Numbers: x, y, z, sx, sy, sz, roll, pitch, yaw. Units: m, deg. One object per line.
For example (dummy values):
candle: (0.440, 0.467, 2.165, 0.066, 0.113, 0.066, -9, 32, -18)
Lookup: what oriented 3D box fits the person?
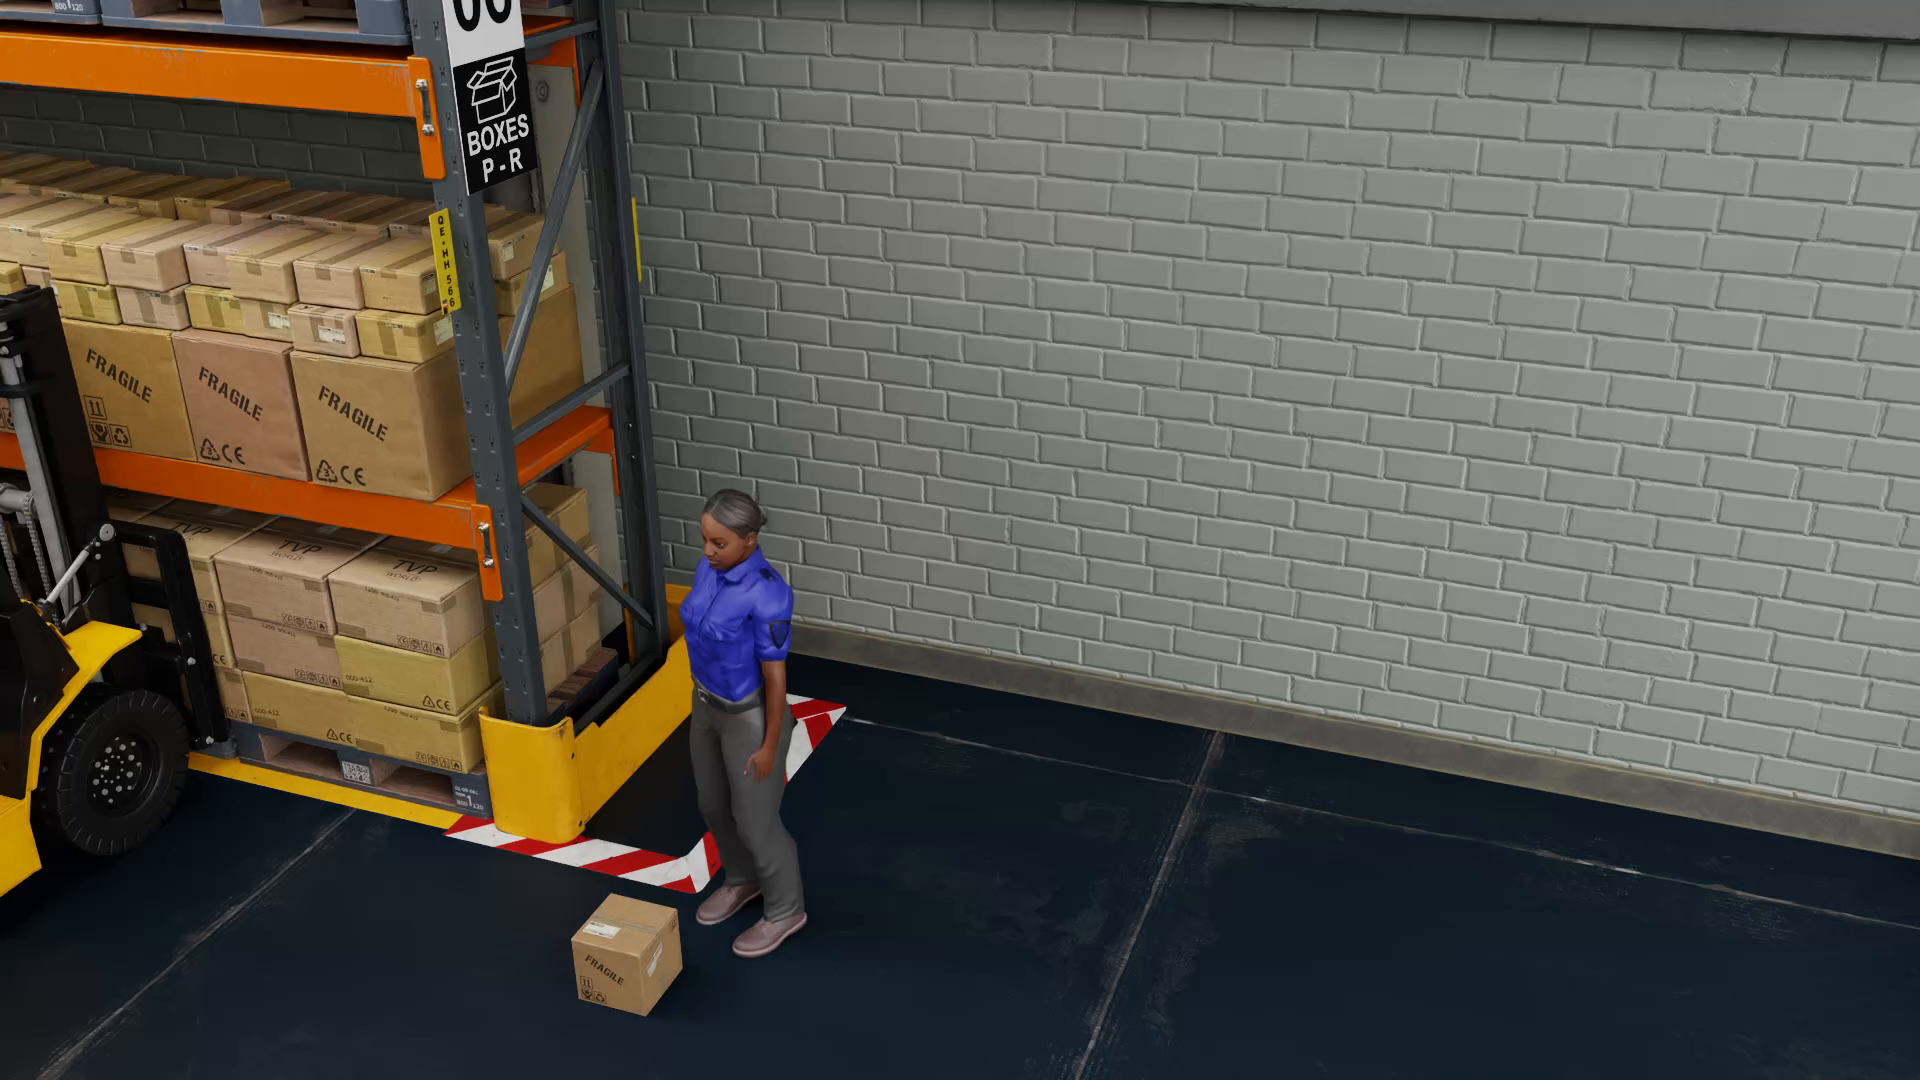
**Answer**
person: (-0.711, 0.595, 5.411, 0.301, 1.664, 0.438, -21, 33, -37)
